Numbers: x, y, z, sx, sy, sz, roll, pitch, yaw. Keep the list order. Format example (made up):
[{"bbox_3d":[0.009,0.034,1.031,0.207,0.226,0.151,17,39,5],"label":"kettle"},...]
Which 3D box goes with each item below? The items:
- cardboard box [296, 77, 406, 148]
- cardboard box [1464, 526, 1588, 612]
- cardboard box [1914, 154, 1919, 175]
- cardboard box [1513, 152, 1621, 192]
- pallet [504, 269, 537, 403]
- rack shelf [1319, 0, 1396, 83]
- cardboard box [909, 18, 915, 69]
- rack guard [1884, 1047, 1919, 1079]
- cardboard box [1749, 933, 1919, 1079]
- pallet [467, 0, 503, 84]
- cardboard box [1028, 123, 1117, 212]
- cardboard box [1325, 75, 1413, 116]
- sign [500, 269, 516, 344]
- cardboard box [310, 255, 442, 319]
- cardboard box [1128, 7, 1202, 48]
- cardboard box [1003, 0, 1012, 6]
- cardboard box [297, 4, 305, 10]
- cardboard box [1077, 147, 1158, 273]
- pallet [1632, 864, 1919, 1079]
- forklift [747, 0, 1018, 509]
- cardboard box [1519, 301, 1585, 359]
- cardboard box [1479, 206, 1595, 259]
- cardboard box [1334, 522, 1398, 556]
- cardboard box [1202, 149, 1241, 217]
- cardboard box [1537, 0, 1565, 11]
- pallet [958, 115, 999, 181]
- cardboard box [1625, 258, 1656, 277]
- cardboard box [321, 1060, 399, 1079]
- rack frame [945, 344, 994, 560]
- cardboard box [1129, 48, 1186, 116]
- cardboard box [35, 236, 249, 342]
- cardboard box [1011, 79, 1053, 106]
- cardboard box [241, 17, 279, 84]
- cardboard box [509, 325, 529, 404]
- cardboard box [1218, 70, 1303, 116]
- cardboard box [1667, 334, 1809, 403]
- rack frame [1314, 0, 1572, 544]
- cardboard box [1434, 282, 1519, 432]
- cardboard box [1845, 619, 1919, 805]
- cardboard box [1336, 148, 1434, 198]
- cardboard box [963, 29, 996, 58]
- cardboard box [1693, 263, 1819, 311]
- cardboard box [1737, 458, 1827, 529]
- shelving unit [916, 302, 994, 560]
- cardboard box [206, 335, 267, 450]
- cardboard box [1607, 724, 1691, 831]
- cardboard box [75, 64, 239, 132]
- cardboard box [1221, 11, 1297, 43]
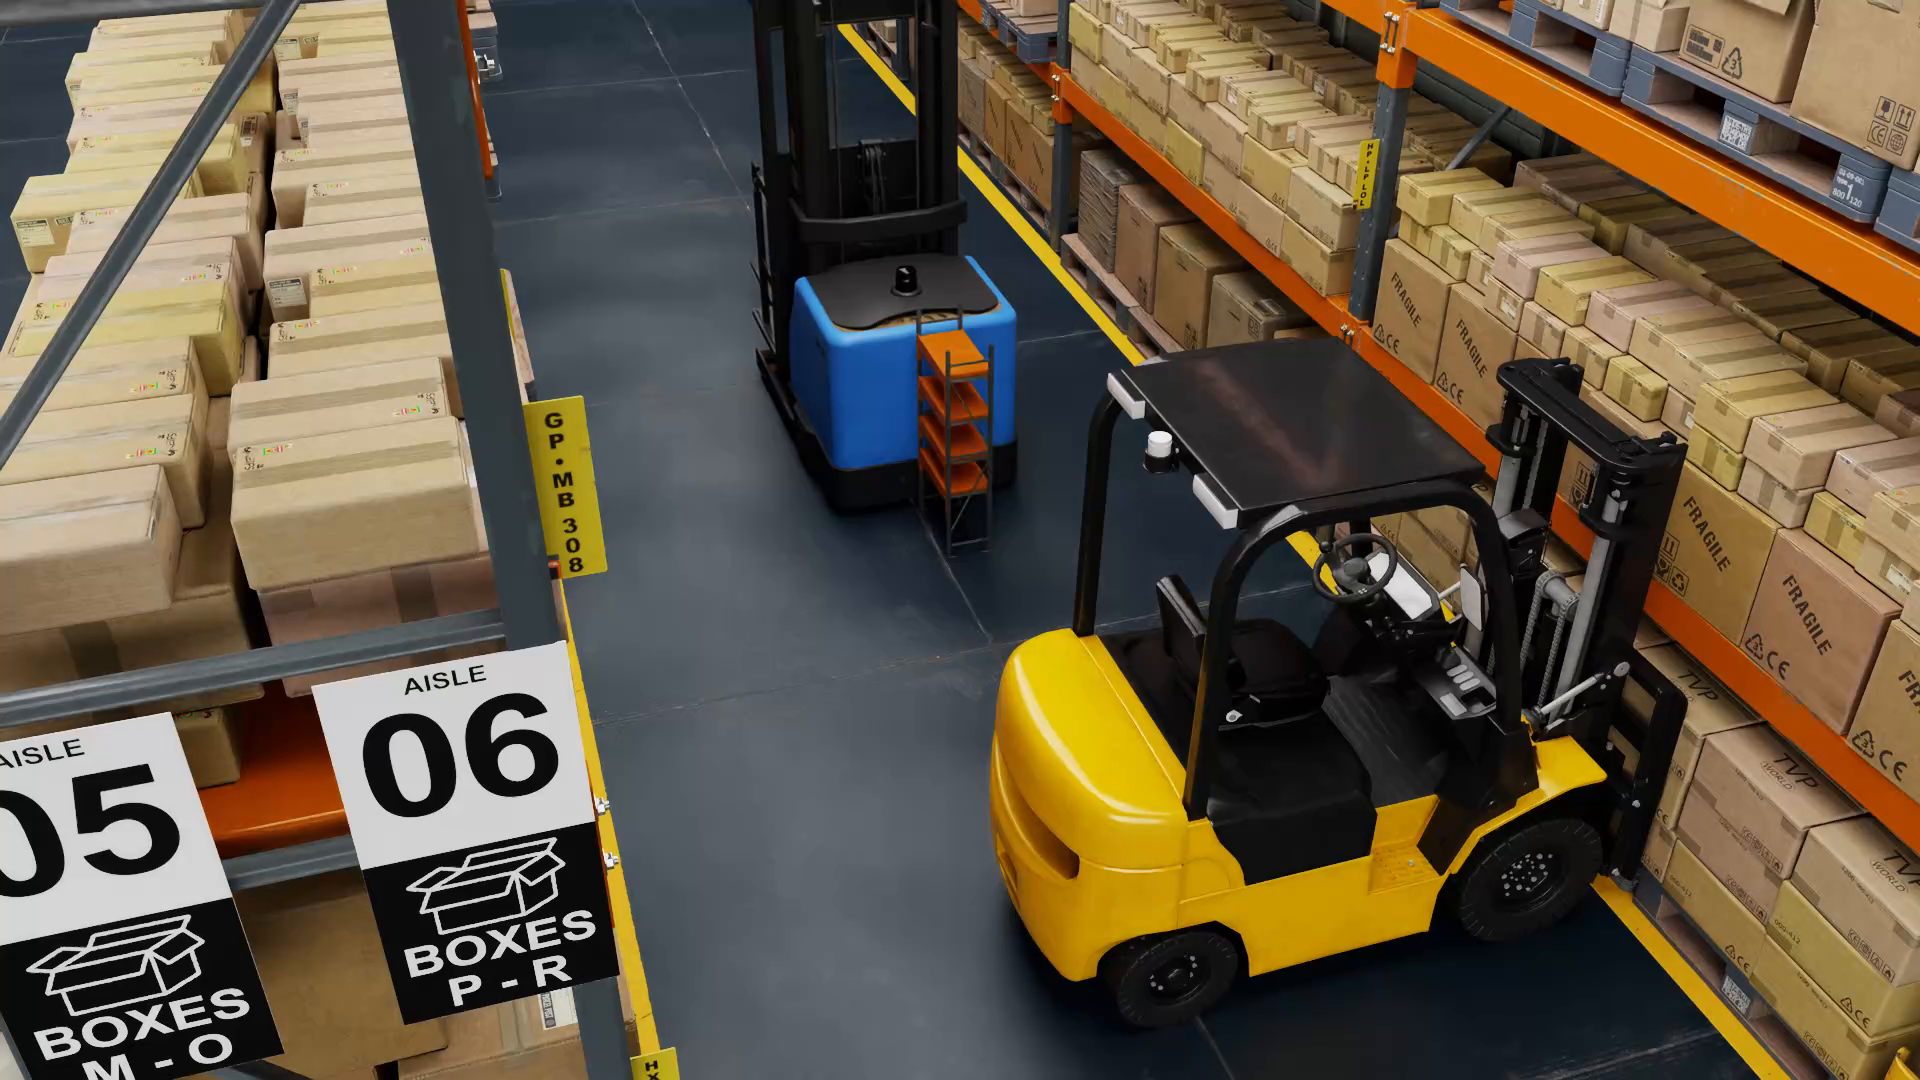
[{"bbox_3d":[-1.600,-1.150,4.553,0.380,0.149,0.250,-10,35,-14],"label":"cardboard box"},{"bbox_3d":[2.520,0.084,7.108,0.500,0.250,0.500,-9,34,-13],"label":"cardboard box"},{"bbox_3d":[2.963,-1.136,4.678,0.396,0.266,0.258,-10,35,-15],"label":"cardboard box"},{"bbox_3d":[2.747,-1.626,7.542,0.380,0.149,0.250,-10,35,-15],"label":"cardboard box"},{"bbox_3d":[-2.459,-0.816,7.438,1.003,0.211,1.213,-10,35,-15],"label":"pallet"},{"bbox_3d":[1.752,-3.308,8.967,1.077,0.370,4.000,-10,35,-15],"label":"rack shelf"},{"bbox_3d":[-0.145,-4.347,14.495,0.500,0.500,0.500,-9,34,-13],"label":"cardboard box"},{"bbox_3d":[3.589,1.849,5.499,1.175,0.500,0.348,-10,35,-15],"label":"rack guard"},{"bbox_3d":[3.138,1.572,5.764,0.500,0.250,0.500,-10,35,-14],"label":"cardboard box"},{"bbox_3d":[-2.451,-1.985,6.483,1.213,0.211,1.003,-10,35,-15],"label":"pallet"},{"bbox_3d":[0.808,-2.725,12.040,0.500,0.500,0.500,-9,35,-13],"label":"cardboard box"},{"bbox_3d":[2.202,-2.386,8.961,0.380,0.149,0.250,-10,35,-15],"label":"cardboard box"},{"bbox_3d":[-1.850,-0.927,6.646,0.100,0.325,0.005,-10,35,-15],"label":"sign"},{"bbox_3d":[-1.173,-0.486,3.548,0.380,0.149,0.250,-10,35,-15],"label":"cardboard box"},{"bbox_3d":[1.236,-3.097,10.036,0.380,0.149,0.250,-10,35,-14],"label":"cardboard box"},{"bbox_3d":[0.512,-4.019,11.866,0.500,0.250,0.500,-12,35,-17],"label":"cardboard box"},{"bbox_3d":[-2.059,-1.820,5.567,0.380,0.149,0.250,-9,35,-14],"label":"cardboard box"},{"bbox_3d":[1.319,-2.262,11.225,0.875,0.625,0.625,-9,34,-13],"label":"cardboard box"},{"bbox_3d":[3.309,1.562,6.194,1.003,0.211,1.213,-10,35,-15],"label":"pallet"},{"bbox_3d":[-0.623,-2.197,9.416,1.130,2.935,3.031,-10,35,-15],"label":"forklift"},{"bbox_3d":[2.478,-0.860,6.651,0.380,0.149,0.250,-10,35,-15],"label":"cardboard box"},{"bbox_3d":[2.429,-1.272,7.005,0.380,0.149,0.250,-11,35,-16],"label":"cardboard box"},{"bbox_3d":[2.194,-0.025,8.180,0.500,0.250,0.500,-10,35,-14],"label":"cardboard box"},{"bbox_3d":[1.678,-1.994,9.182,0.500,0.250,0.500,-10,35,-14],"label":"cardboard box"},{"bbox_3d":[2.384,-2.260,6.338,0.500,0.311,0.500,-9,35,-14],"label":"cardboard box"},{"bbox_3d":[0.582,-3.281,13.524,1.003,0.211,1.213,-10,35,-15],"label":"pallet"},{"bbox_3d":[3.003,-1.098,7.012,0.380,0.149,0.250,-10,35,-14],"label":"cardboard box"},{"bbox_3d":[-1.572,1.226,3.814,0.500,0.500,0.500,-11,35,-16],"label":"cardboard box"},{"bbox_3d":[0.047,-0.421,8.299,0.240,1.200,0.015,-10,35,-15],"label":"rack frame"},{"bbox_3d":[1.339,-2.738,9.855,0.500,0.250,0.500,-11,35,-16],"label":"cardboard box"},{"bbox_3d":[-1.762,-0.521,3.602,0.380,0.149,0.250,-10,35,-15],"label":"cardboard box"},{"bbox_3d":[0.599,-3.310,12.337,0.380,0.149,0.250,-11,35,-16],"label":"cardboard box"},{"bbox_3d":[-2.491,-1.506,5.454,0.500,0.250,0.500,-11,35,-16],"label":"cardboard box"},{"bbox_3d":[-1.188,-0.258,3.565,0.500,0.250,0.500,-11,35,-15],"label":"cardboard box"},{"bbox_3d":[1.628,-2.427,9.023,0.380,0.149,0.250,-10,35,-14],"label":"cardboard box"},{"bbox_3d":[2.799,-0.600,5.988,0.380,0.149,0.250,-10,35,-14],"label":"cardboard box"},{"bbox_3d":[2.362,-1.307,8.007,1.000,3.000,0.127,-10,35,-15],"label":"rack frame"},{"bbox_3d":[2.423,-0.801,7.151,0.500,0.500,0.500,-9,35,-14],"label":"cardboard box"},{"bbox_3d":[3.182,0.537,5.125,0.500,0.500,0.500,-11,35,-16],"label":"cardboard box"},{"bbox_3d":[2.046,-1.761,8.015,0.380,0.149,0.250,-9,34,-13],"label":"cardboard box"},{"bbox_3d":[0.236,-4.002,13.383,0.380,0.149,0.250,-9,34,-13],"label":"cardboard box"},{"bbox_3d":[3.107,-0.949,6.516,0.380,0.149,0.250,-10,35,-15],"label":"cardboard box"},{"bbox_3d":[2.891,-0.194,5.644,0.380,0.149,0.250,-11,35,-16],"label":"cardboard box"},{"bbox_3d":[-0.028,-0.549,8.493,0.258,1.200,0.503,-10,35,-15],"label":"shelving unit"},{"bbox_3d":[-1.696,-0.173,3.436,0.500,0.250,0.500,-10,35,-15],"label":"cardboard box"},{"bbox_3d":[2.816,0.821,6.446,0.500,0.250,0.500,-11,35,-16],"label":"cardboard box"},{"bbox_3d":[-2.221,-1.193,4.619,0.380,0.149,0.250,-11,35,-16],"label":"cardboard box"},{"bbox_3d":[1.788,-3.050,9.966,0.380,0.149,0.250,-10,35,-15],"label":"cardboard box"}]
